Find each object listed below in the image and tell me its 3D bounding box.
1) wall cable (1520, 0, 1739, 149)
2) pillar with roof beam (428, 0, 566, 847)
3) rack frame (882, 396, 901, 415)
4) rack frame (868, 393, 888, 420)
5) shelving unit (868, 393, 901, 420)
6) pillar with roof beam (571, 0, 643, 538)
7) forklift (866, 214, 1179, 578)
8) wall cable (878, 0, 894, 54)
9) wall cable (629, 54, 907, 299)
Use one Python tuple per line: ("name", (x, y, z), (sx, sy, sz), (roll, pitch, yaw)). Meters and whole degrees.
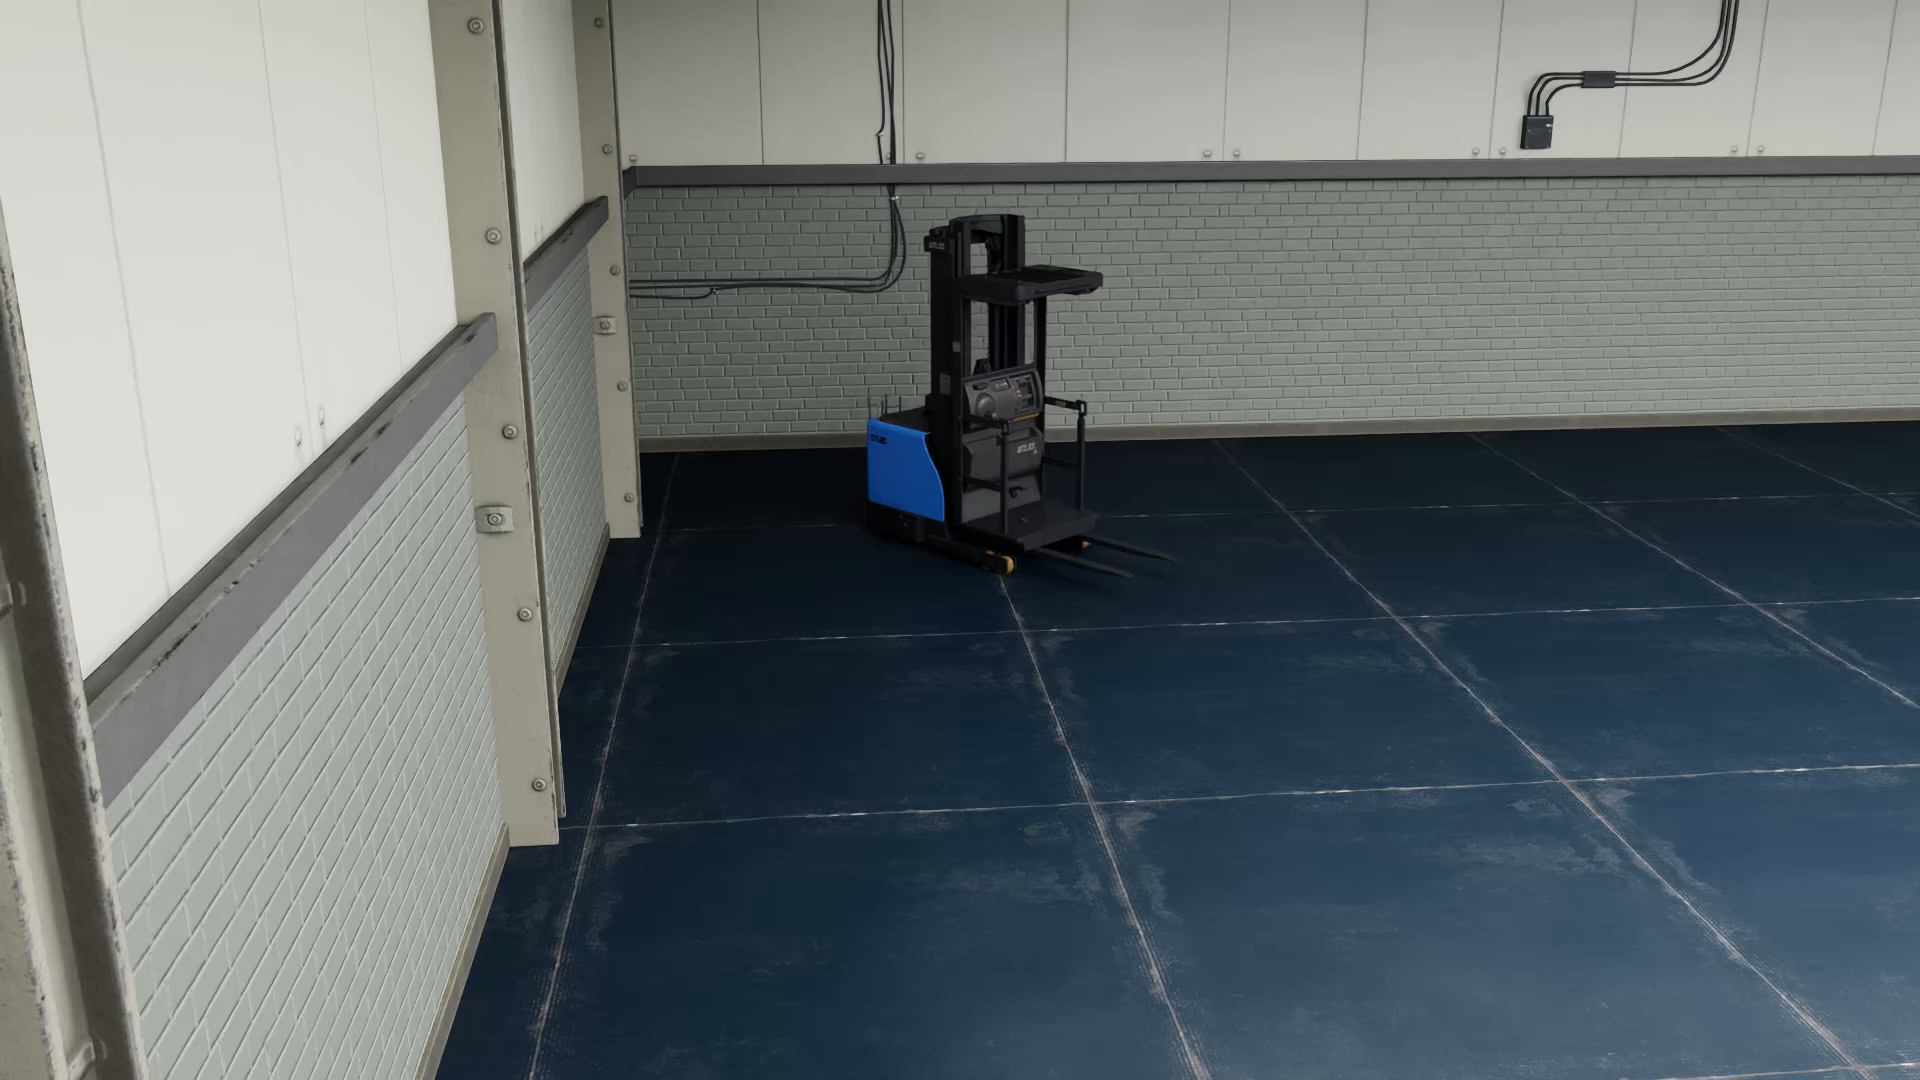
("wall cable", (7.332, -7.203, 17.491), (2.305, 6.003, 0.169), (-2, 18, -6))
("pillar with roof beam", (1.777, -2.718, 8.885), (9.100, 9.000, 0.400), (-2, 18, -6))
("rack frame", (-0.638, -0.742, 15.611), (0.006, 1.200, 0.240), (16, 24, 42))
("rack frame", (-0.768, -0.781, 15.733), (0.006, 1.200, 0.240), (16, 24, 42))
("shelving unit", (-0.703, -0.761, 15.672), (0.189, 1.200, 0.258), (16, 24, 42))
("pillar with roof beam", (1.158, -4.506, 14.579), (9.100, 9.000, 0.400), (-2, 18, -6))
("forklift", (0.533, -1.274, 14.415), (3.031, 2.935, 1.130), (16, 24, 42))
("wall cable", (0.579, -6.303, 17.056), (3.097, 2.526, 0.112), (-2, 18, -6))
("wall cable", (-2.112, -3.810, 17.546), (3.097, 2.526, 0.112), (-2, 18, -6))
